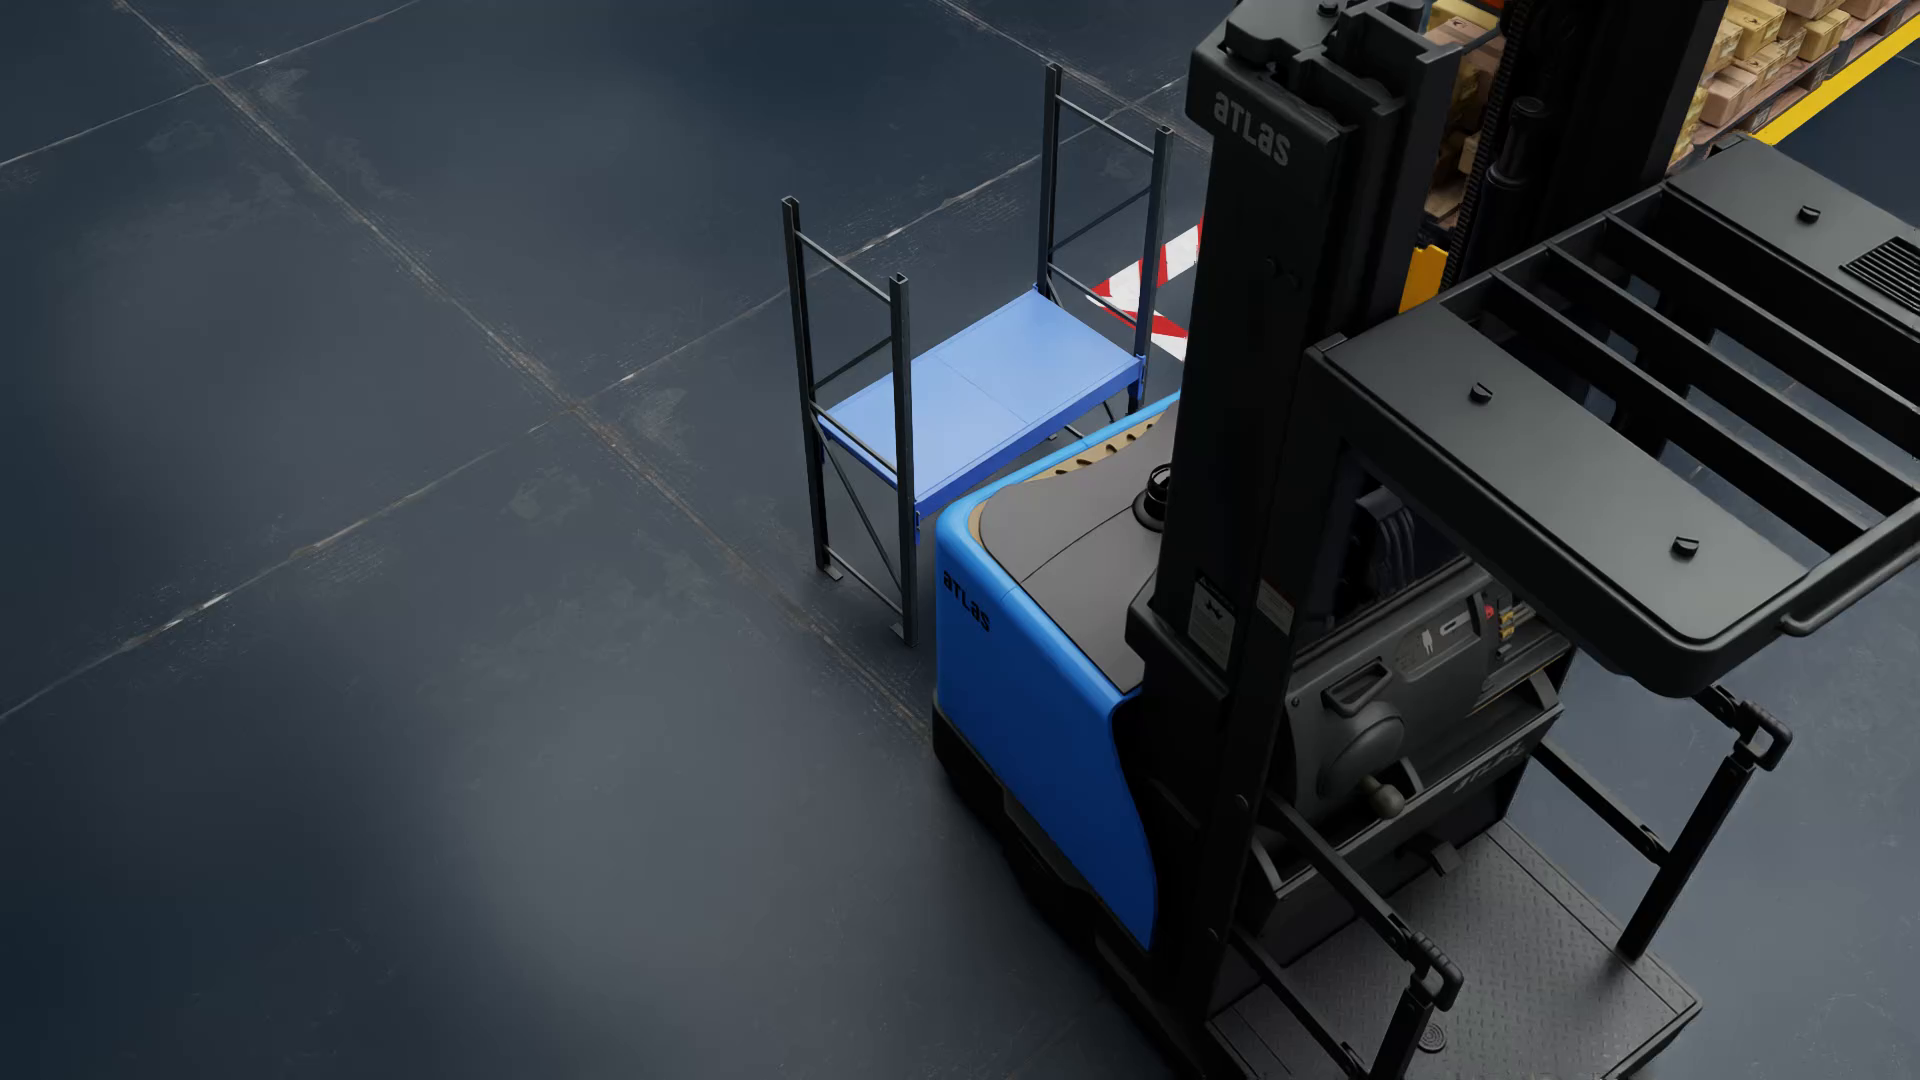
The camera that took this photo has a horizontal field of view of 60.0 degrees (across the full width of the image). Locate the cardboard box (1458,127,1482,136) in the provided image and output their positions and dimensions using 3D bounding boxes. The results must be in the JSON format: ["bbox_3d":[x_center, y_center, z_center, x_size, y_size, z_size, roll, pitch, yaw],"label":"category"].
[{"bbox_3d":[2.005,-1.811,7.034,0.250,0.149,0.380,-32,55,-26],"label":"cardboard box"}]

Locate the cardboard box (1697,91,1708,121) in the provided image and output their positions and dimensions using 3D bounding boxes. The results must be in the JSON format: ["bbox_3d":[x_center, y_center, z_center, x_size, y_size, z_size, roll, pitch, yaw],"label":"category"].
[{"bbox_3d":[2.942,-1.886,7.103,0.250,0.149,0.380,-34,56,-27],"label":"cardboard box"}]

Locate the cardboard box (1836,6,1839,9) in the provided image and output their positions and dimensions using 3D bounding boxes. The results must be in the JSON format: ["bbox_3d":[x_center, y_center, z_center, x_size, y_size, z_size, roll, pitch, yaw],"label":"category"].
[{"bbox_3d":[3.855,-2.541,7.708,0.250,0.149,0.380,-35,56,-28],"label":"cardboard box"}]

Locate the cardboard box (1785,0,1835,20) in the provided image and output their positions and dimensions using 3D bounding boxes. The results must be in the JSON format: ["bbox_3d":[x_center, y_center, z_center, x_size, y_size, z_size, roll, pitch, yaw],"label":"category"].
[{"bbox_3d":[3.589,-2.433,7.203,0.250,0.149,0.380,-36,57,-28],"label":"cardboard box"}]

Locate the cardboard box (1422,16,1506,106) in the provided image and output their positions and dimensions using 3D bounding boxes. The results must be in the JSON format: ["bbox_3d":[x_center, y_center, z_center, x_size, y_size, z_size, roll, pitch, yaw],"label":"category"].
[{"bbox_3d":[2.079,-1.950,6.757,0.250,0.149,0.380,-33,55,-26],"label":"cardboard box"}]

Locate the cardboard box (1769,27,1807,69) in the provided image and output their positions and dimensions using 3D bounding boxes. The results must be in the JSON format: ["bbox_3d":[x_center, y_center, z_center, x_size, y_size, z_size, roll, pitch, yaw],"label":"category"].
[{"bbox_3d":[3.528,-2.250,7.439,0.250,0.149,0.380,-33,55,-27],"label":"cardboard box"}]

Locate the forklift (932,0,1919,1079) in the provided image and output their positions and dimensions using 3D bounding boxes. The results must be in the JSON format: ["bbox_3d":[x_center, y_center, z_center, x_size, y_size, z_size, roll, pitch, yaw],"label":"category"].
[{"bbox_3d":[1.167,0.353,3.430,1.130,2.935,3.031,-27,53,-23],"label":"forklift"}]

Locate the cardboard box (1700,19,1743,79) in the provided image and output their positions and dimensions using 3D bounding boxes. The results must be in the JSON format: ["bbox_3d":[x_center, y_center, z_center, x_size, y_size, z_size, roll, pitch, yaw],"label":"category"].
[{"bbox_3d":[2.985,-2.088,6.885,0.250,0.149,0.380,-32,55,-26],"label":"cardboard box"}]

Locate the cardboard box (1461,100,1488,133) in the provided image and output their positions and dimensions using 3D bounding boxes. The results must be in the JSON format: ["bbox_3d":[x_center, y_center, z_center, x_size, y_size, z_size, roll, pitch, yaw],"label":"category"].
[{"bbox_3d":[2.062,-1.873,6.888,0.250,0.149,0.380,-35,56,-28],"label":"cardboard box"}]

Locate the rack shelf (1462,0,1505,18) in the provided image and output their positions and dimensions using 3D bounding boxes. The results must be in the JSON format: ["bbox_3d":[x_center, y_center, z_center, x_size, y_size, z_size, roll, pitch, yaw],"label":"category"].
[{"bbox_3d":[3.113,-2.825,6.805,4.000,0.370,1.077,-34,56,-27],"label":"rack shelf"}]

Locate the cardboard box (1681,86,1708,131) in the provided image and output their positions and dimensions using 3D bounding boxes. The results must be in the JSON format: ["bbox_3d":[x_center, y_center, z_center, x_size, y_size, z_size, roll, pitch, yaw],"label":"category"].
[{"bbox_3d":[2.819,-1.818,6.838,0.250,0.149,0.380,-32,55,-26],"label":"cardboard box"}]

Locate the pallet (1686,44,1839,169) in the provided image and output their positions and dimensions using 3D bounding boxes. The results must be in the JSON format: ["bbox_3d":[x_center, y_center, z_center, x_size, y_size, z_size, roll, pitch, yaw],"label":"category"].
[{"bbox_3d":[3.217,-2.154,7.594,1.213,0.211,1.003,-34,56,-27],"label":"pallet"}]

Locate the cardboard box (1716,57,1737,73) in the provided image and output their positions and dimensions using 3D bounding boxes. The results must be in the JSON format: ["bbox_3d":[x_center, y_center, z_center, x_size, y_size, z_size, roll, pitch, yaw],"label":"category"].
[{"bbox_3d":[3.124,-2.157,7.151,0.250,0.149,0.380,-31,54,-25],"label":"cardboard box"}]

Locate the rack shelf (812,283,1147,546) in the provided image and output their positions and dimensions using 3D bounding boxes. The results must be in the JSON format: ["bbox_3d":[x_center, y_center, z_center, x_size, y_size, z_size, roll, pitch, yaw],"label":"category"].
[{"bbox_3d":[0.063,-0.429,5.370,1.000,0.185,0.538,-34,56,-27],"label":"rack shelf"}]

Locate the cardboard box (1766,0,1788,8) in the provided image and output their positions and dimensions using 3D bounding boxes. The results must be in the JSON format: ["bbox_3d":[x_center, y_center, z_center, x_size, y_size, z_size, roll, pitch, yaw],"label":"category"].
[{"bbox_3d":[3.332,-2.369,7.144,0.250,0.149,0.380,-34,56,-27],"label":"cardboard box"}]

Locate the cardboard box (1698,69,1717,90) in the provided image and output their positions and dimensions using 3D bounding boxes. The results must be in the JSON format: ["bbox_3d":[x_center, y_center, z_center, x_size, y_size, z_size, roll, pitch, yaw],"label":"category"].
[{"bbox_3d":[2.951,-2.000,7.006,0.380,0.149,0.250,36,57,29],"label":"cardboard box"}]

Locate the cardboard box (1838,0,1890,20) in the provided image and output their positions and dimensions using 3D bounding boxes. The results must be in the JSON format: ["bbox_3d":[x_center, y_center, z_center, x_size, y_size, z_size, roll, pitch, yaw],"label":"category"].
[{"bbox_3d":[4.131,-2.605,7.767,0.250,0.149,0.380,-36,57,-28],"label":"cardboard box"}]

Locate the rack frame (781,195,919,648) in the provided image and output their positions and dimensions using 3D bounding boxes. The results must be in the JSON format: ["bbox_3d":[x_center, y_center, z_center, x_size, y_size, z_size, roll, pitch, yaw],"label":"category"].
[{"bbox_3d":[-0.313,-0.299,5.006,0.032,1.500,0.500,-34,56,-27],"label":"rack frame"}]

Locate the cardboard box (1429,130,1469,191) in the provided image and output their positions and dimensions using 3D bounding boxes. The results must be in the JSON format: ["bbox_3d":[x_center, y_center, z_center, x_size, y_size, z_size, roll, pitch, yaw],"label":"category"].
[{"bbox_3d":[1.883,-1.629,6.866,0.250,0.149,0.380,-33,55,-27],"label":"cardboard box"}]

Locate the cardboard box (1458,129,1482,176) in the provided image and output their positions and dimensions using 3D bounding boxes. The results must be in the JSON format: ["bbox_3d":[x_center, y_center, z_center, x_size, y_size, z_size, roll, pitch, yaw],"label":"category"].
[{"bbox_3d":[2.194,-1.476,6.522,0.250,0.149,0.380,-32,55,-26],"label":"cardboard box"}]

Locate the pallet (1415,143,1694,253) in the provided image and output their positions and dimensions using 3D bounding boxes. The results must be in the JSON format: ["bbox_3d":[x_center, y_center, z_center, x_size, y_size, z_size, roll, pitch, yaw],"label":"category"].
[{"bbox_3d":[2.315,-1.554,7.041,1.213,0.211,1.003,-34,56,-27],"label":"pallet"}]

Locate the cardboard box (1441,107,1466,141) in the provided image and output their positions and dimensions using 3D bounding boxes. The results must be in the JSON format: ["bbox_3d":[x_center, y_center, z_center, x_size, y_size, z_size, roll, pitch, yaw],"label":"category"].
[{"bbox_3d":[1.832,-1.773,6.796,0.250,0.149,0.380,-35,56,-28],"label":"cardboard box"}]

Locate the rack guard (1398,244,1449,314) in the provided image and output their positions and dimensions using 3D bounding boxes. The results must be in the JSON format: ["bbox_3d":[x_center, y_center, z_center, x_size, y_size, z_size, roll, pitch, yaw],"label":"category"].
[{"bbox_3d":[1.690,-1.270,6.581,0.348,0.500,1.175,-34,56,-27],"label":"rack guard"}]

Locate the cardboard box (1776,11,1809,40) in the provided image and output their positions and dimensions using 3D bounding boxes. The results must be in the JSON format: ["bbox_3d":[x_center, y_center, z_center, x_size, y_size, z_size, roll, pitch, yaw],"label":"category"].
[{"bbox_3d":[3.557,-2.394,7.370,0.380,0.149,0.250,36,57,29],"label":"cardboard box"}]

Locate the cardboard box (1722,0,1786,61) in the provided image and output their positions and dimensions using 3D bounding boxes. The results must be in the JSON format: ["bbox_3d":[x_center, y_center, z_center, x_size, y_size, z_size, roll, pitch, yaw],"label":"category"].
[{"bbox_3d":[3.210,-2.193,6.982,0.250,0.149,0.380,-33,55,-27],"label":"cardboard box"}]

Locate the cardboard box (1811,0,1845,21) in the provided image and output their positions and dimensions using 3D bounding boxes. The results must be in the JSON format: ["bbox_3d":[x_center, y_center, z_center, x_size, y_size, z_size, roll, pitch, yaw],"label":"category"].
[{"bbox_3d":[3.769,-2.516,7.482,0.250,0.149,0.380,-32,55,-26],"label":"cardboard box"}]

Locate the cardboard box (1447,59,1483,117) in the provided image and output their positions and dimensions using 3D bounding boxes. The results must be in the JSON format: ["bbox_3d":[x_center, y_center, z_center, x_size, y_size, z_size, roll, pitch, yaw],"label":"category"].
[{"bbox_3d":[1.855,-1.857,6.672,0.250,0.149,0.380,-33,55,-27],"label":"cardboard box"}]

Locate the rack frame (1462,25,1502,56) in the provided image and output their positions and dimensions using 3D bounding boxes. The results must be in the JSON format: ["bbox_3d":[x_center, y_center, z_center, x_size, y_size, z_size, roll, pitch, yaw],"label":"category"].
[{"bbox_3d":[1.633,-2.080,5.628,0.127,3.000,1.000,-34,56,-27],"label":"rack frame"}]

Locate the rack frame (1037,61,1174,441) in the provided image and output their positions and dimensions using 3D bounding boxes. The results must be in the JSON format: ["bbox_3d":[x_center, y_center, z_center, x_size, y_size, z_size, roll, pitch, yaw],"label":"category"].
[{"bbox_3d":[0.439,-0.802,5.470,0.032,1.500,0.500,-34,56,-27],"label":"rack frame"}]

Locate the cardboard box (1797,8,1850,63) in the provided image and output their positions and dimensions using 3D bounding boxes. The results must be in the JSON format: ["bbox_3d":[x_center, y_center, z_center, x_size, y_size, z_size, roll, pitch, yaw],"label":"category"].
[{"bbox_3d":[3.766,-2.342,7.524,0.250,0.149,0.380,-34,56,-27],"label":"cardboard box"}]

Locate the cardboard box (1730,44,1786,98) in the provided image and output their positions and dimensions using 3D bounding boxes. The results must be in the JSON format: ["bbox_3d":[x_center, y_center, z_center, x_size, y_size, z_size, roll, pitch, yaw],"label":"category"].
[{"bbox_3d":[3.372,-2.113,7.312,0.250,0.149,0.380,-34,56,-27],"label":"cardboard box"}]

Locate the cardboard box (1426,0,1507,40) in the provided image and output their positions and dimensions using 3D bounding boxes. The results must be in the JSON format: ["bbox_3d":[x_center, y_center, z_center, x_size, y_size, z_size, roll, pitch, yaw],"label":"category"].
[{"bbox_3d":[2.185,-2.147,6.939,0.250,0.149,0.380,-35,56,-28],"label":"cardboard box"}]

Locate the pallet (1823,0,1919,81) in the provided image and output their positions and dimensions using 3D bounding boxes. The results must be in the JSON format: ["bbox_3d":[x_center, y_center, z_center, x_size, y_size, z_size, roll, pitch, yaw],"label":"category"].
[{"bbox_3d":[4.120,-2.761,8.154,1.213,0.211,1.003,-34,56,-27],"label":"pallet"}]

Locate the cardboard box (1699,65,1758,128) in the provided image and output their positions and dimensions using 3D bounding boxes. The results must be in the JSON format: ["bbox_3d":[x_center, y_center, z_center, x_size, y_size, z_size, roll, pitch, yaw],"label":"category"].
[{"bbox_3d":[3.184,-1.962,7.173,0.380,0.149,0.250,36,57,29],"label":"cardboard box"}]

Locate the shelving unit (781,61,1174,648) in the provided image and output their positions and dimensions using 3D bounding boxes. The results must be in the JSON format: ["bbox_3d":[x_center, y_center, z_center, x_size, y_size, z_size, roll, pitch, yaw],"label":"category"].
[{"bbox_3d":[0.063,-0.551,5.238,1.048,1.500,0.538,-34,56,-27],"label":"shelving unit"}]

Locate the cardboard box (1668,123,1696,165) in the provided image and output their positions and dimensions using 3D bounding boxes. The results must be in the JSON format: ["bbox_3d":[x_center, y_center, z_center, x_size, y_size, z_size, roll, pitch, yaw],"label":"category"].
[{"bbox_3d":[2.817,-1.708,6.939,0.250,0.149,0.380,-33,55,-27],"label":"cardboard box"}]
